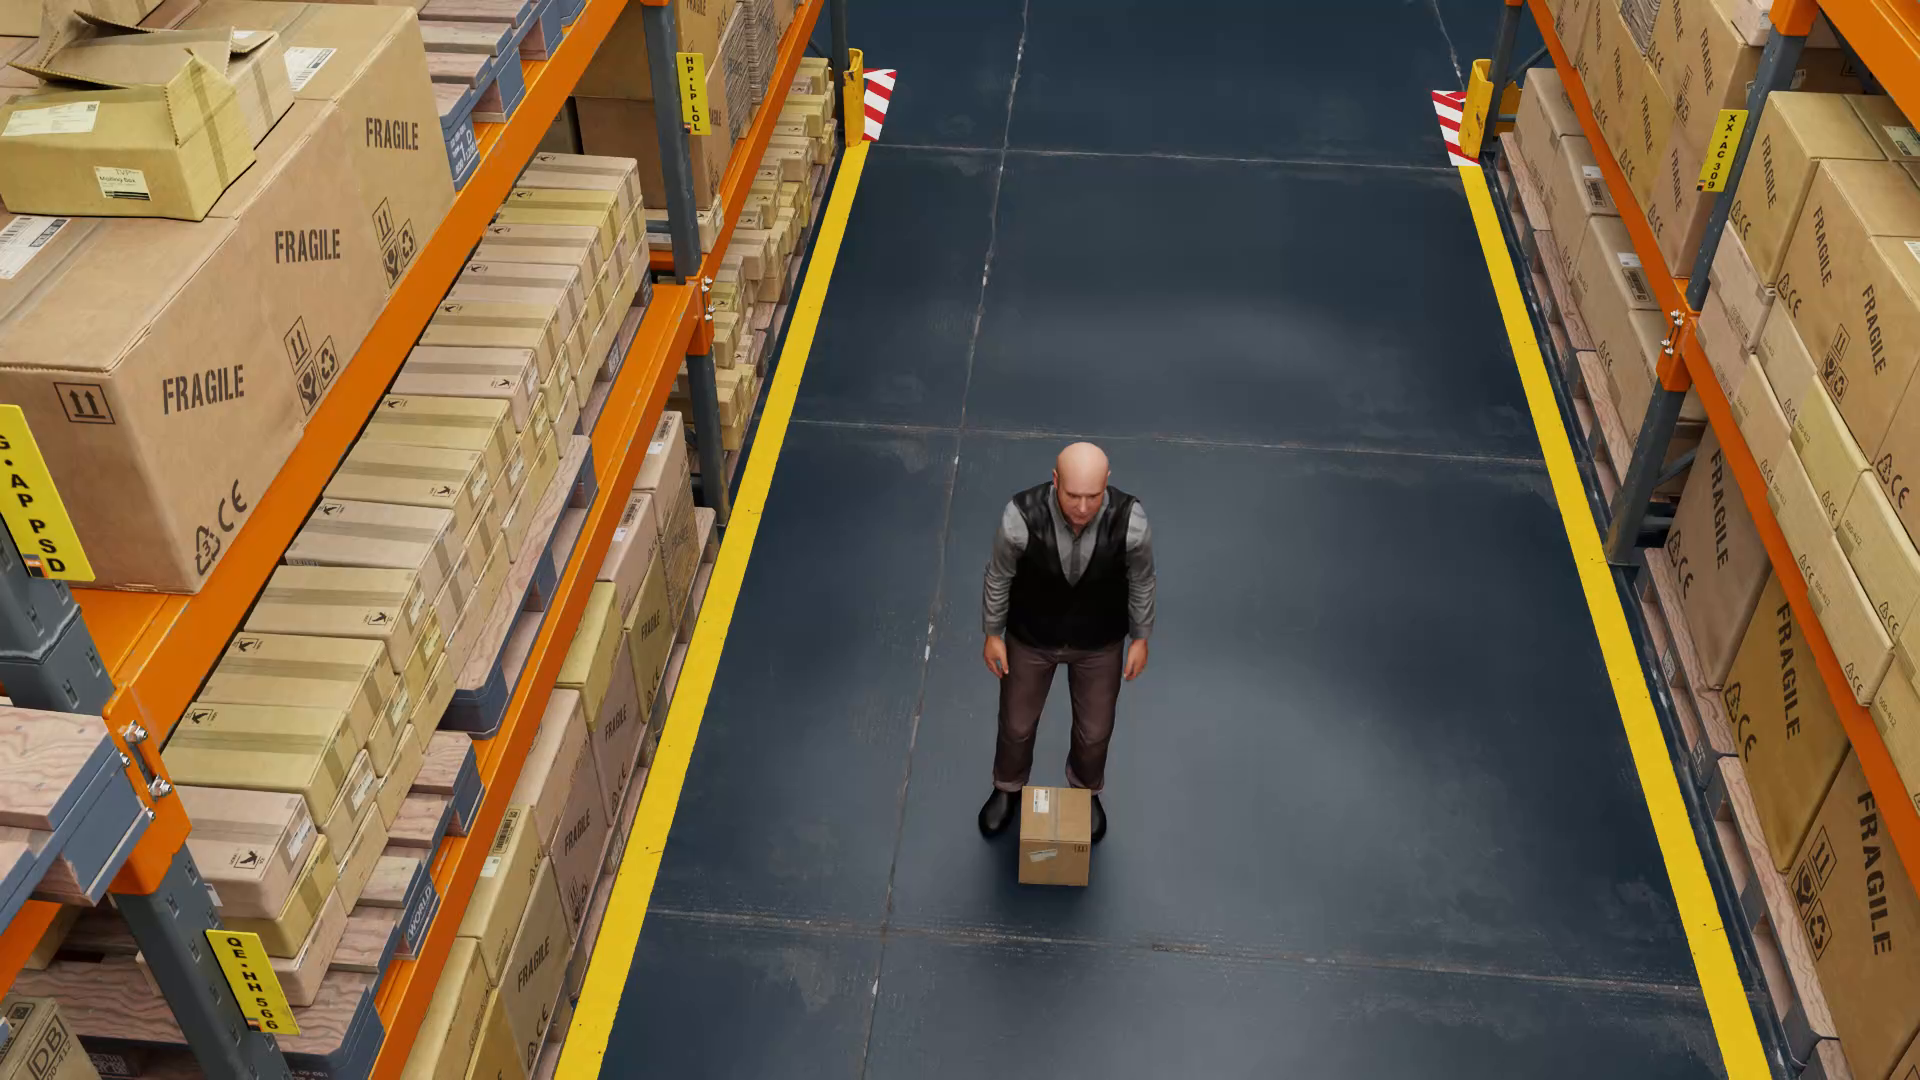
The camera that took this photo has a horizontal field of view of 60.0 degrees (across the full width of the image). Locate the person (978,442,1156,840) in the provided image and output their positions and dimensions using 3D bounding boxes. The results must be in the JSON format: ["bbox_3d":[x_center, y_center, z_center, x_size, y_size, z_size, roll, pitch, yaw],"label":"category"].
[{"bbox_3d":[0.369,0.330,5.778,0.592,1.722,0.412,2,40,2],"label":"person"}]
